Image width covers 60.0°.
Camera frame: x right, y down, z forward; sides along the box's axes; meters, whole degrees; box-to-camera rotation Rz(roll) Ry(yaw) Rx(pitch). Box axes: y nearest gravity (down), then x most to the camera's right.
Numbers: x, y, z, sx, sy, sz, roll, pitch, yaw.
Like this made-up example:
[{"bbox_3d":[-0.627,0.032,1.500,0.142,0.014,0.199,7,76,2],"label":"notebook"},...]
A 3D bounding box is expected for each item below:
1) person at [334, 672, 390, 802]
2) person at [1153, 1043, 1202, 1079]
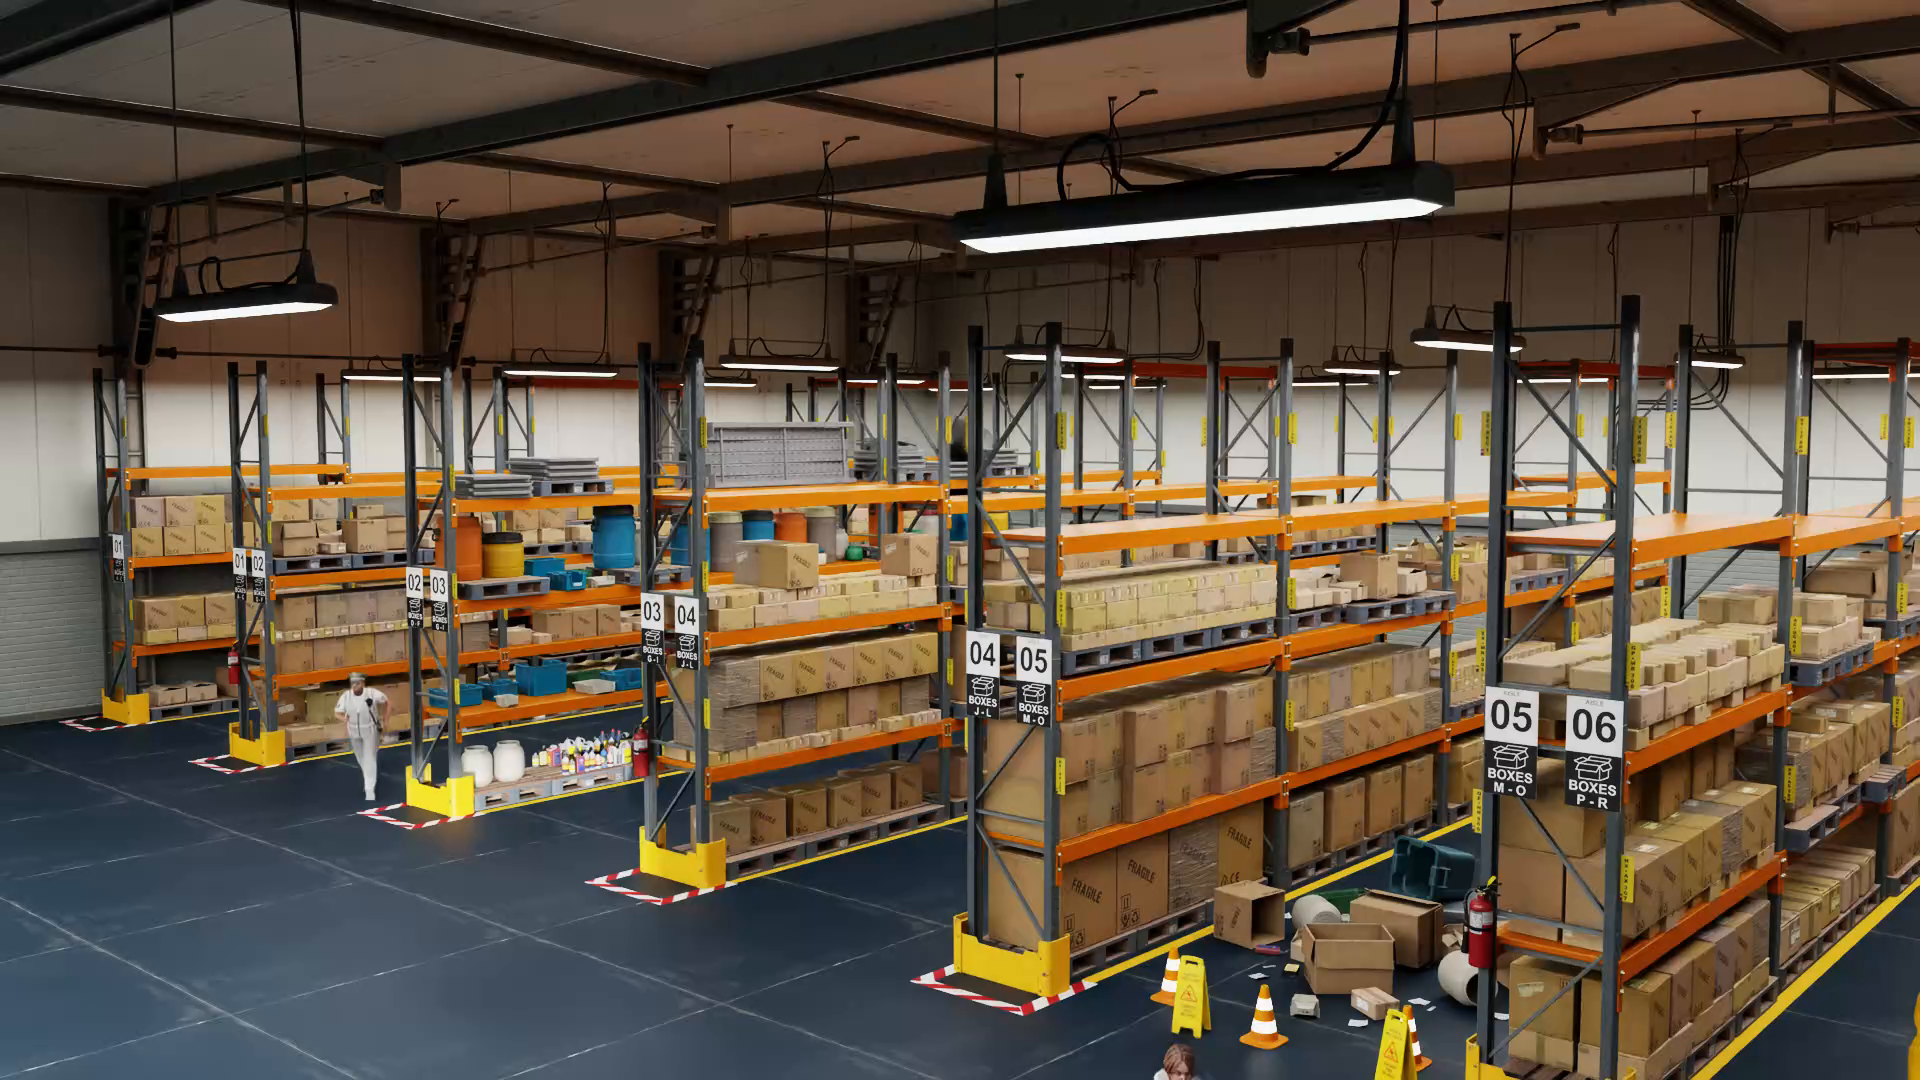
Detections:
[{"bbox_3d":[-8.122,2.643,22.639,0.669,1.771,0.963,0,4,0],"label":"person"},{"bbox_3d":[1.337,3.676,9.886,0.524,1.536,0.728,2,5,23],"label":"person"}]
